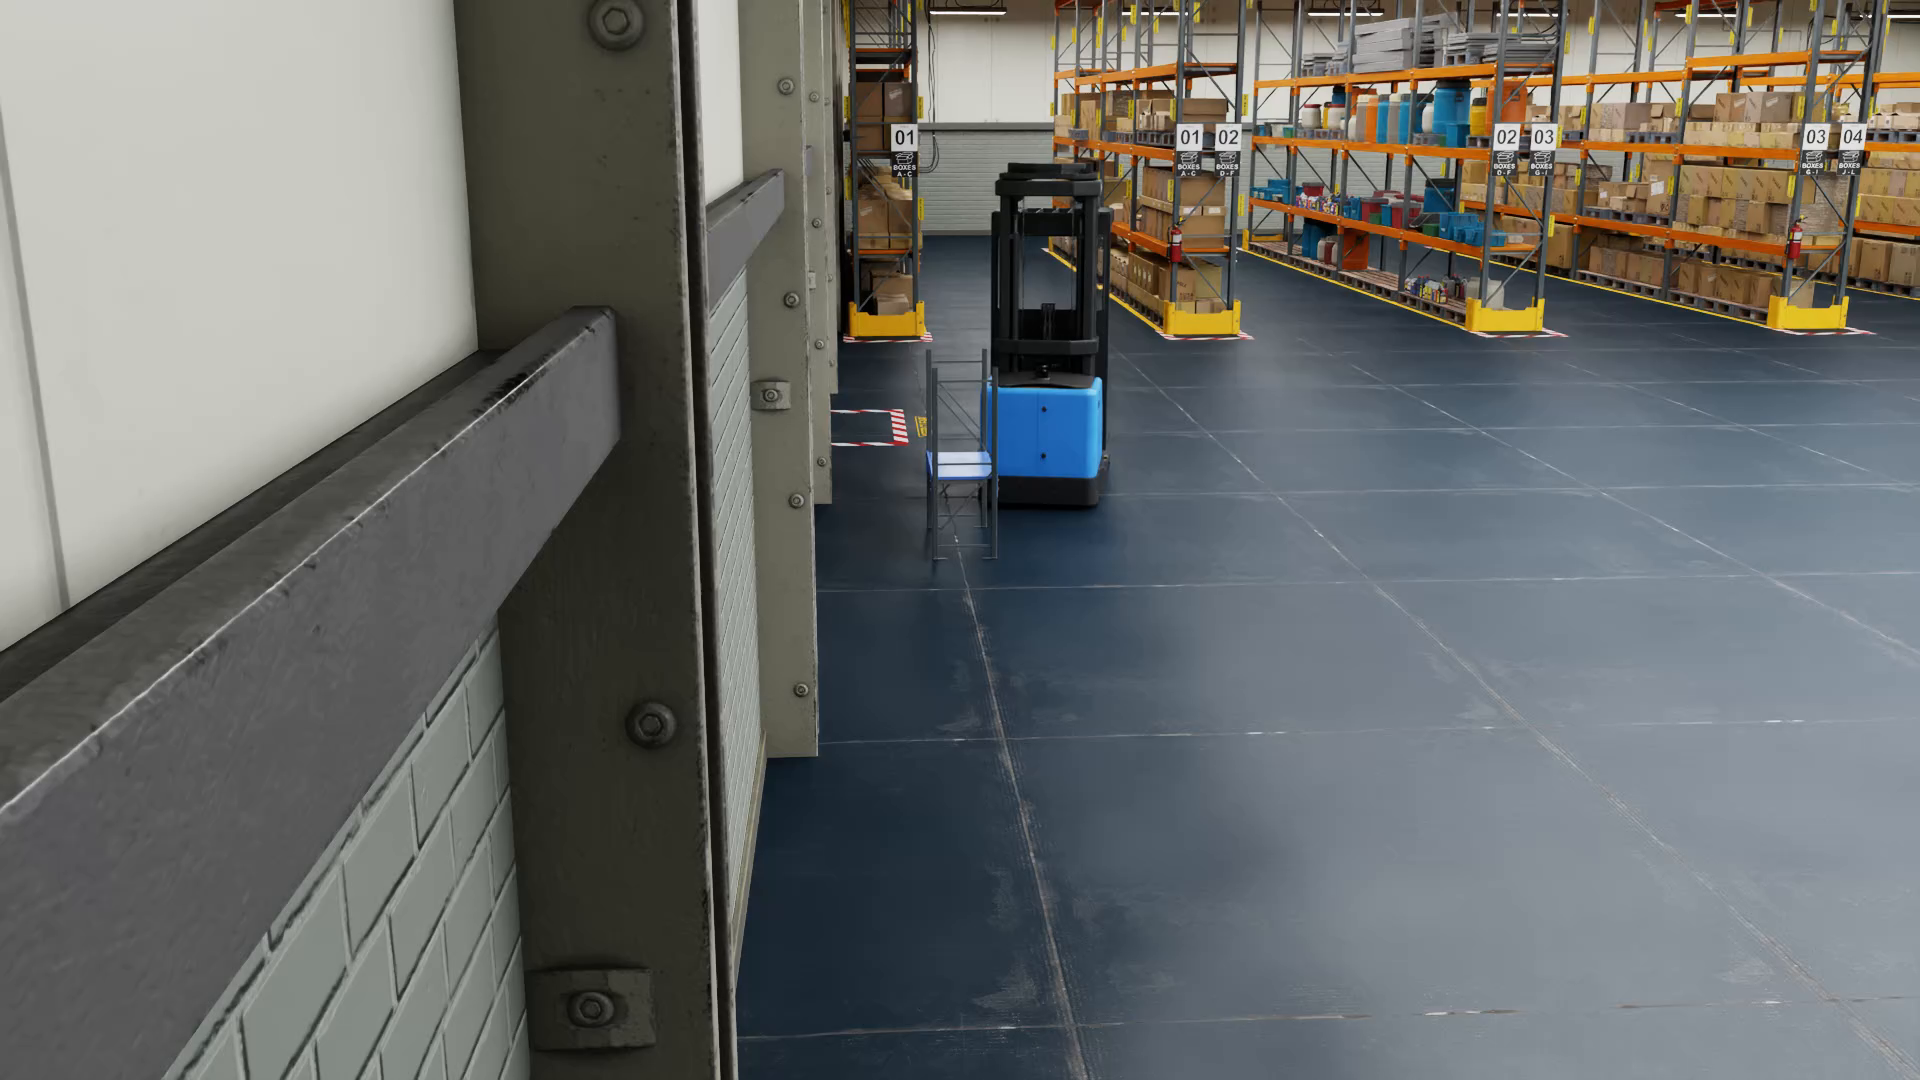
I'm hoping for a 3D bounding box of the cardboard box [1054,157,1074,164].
[{"bbox_3d":[2.572,-9.121,40.750,0.500,0.500,0.500,0,14,-2],"label":"cardboard box"}]

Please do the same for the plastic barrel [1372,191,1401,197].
[{"bbox_3d":[8.579,-6.744,33.445,0.600,0.536,0.708,-1,14,-3],"label":"plastic barrel"}]

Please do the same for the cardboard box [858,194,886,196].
[{"bbox_3d":[-1.475,-5.440,27.404,0.500,0.500,0.500,-1,14,-3],"label":"cardboard box"}]

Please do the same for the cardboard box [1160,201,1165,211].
[{"bbox_3d":[3.503,-5.501,27.382,0.380,0.149,0.250,0,14,-2],"label":"cardboard box"}]

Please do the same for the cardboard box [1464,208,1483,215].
[{"bbox_3d":[12.871,-7.645,40.642,0.875,0.875,0.875,-1,14,-3],"label":"cardboard box"}]

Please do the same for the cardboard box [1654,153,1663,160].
[{"bbox_3d":[17.452,-9.342,41.011,0.500,0.500,0.500,0,14,-2],"label":"cardboard box"}]

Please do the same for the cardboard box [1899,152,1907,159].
[{"bbox_3d":[22.550,-9.124,39.458,0.380,0.149,0.250,-1,14,-4],"label":"cardboard box"}]

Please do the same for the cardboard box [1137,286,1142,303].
[{"bbox_3d":[3.329,-4.222,28.589,0.500,0.250,0.500,-1,14,-3],"label":"cardboard box"}]

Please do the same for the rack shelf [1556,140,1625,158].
[{"bbox_3d":[13.067,-8.467,35.839,1.077,0.370,4.000,-1,14,-3],"label":"rack shelf"}]

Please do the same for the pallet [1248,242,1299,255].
[{"bbox_3d":[7.764,-7.222,41.173,1.003,0.211,1.213,-1,14,-3],"label":"pallet"}]

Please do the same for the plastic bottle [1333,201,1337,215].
[{"bbox_3d":[7.782,-6.884,34.496,0.061,0.283,0.133,-1,14,-3],"label":"plastic bottle"}]

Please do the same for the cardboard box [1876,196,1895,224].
[{"bbox_3d":[18.034,-6.348,31.976,0.500,0.500,0.500,-1,14,-3],"label":"cardboard box"}]

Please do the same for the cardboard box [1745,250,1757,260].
[{"bbox_3d":[17.761,-6.455,36.768,0.500,0.500,0.500,-1,14,-2],"label":"cardboard box"}]

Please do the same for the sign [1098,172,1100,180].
[{"bbox_3d":[2.762,-7.225,33.423,0.100,0.325,0.005,-1,14,-3],"label":"sign"}]

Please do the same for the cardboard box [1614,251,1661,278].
[{"bbox_3d":[13.341,-5.423,32.717,0.700,0.500,0.500,0,14,1],"label":"cardboard box"}]

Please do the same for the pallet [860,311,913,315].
[{"bbox_3d":[-1.165,-3.517,26.774,1.003,0.211,1.213,-1,14,-3],"label":"pallet"}]

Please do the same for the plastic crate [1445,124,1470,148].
[{"bbox_3d":[8.324,-6.714,27.613,0.392,0.384,0.575,-1,14,-3],"label":"plastic crate"}]

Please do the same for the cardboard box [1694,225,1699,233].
[{"bbox_3d":[13.222,-5.505,29.405,0.380,0.149,0.250,-1,14,-3],"label":"cardboard box"}]

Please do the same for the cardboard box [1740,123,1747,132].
[{"bbox_3d":[13.314,-6.906,27.828,0.380,0.149,0.250,-2,15,-6],"label":"cardboard box"}]

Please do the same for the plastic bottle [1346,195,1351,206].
[{"bbox_3d":[8.308,-7.227,35.692,0.144,0.351,0.185,-1,14,-3],"label":"plastic bottle"}]

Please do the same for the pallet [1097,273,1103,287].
[{"bbox_3d":[3.315,-5.158,33.149,1.003,0.211,1.213,-1,14,-3],"label":"pallet"}]

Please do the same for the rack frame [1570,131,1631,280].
[{"bbox_3d":[13.191,-6.865,34.190,1.000,3.000,0.127,-1,14,-3],"label":"rack frame"}]

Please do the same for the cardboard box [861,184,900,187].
[{"bbox_3d":[-1.540,-6.642,32.239,0.700,0.500,0.500,-2,15,-9],"label":"cardboard box"}]

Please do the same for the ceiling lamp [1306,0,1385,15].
[{"bbox_3d":[10.099,-15.217,42.896,2.000,3.185,0.800,-1,14,-3],"label":"ceiling lamp"}]

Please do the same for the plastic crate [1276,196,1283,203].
[{"bbox_3d":[7.662,-7.954,38.852,0.437,0.125,0.590,-1,14,-3],"label":"plastic crate"}]

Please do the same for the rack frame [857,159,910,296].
[{"bbox_3d":[-1.393,-5.641,29.432,1.000,3.000,0.127,-1,14,-3],"label":"rack frame"}]

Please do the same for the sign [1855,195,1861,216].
[{"bbox_3d":[14.228,-5.304,26.382,0.100,0.325,0.005,-1,14,-3],"label":"sign"}]

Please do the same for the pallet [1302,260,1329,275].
[{"bbox_3d":[8.084,-5.937,36.176,1.003,0.211,1.213,-1,14,-3],"label":"pallet"}]

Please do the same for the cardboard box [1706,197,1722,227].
[{"bbox_3d":[13.532,-5.703,28.873,0.875,0.500,0.500,-1,14,-3],"label":"cardboard box"}]

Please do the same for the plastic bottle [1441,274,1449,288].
[{"bbox_3d":[8.679,-4.566,29.688,0.144,0.351,0.185,-1,14,-3],"label":"plastic bottle"}]

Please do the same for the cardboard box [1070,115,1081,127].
[{"bbox_3d":[2.754,-9.447,37.502,0.500,0.250,0.500,-1,14,-3],"label":"cardboard box"}]

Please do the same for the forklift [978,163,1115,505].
[{"bbox_3d":[0.860,-2.036,15.557,1.130,2.935,3.031,2,15,7],"label":"forklift"}]

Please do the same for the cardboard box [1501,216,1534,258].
[{"bbox_3d":[13.003,-6.876,37.651,1.225,0.875,0.875,-1,14,-3],"label":"cardboard box"}]

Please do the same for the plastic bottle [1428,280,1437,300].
[{"bbox_3d":[8.181,-4.318,28.723,0.144,0.351,0.185,0,14,-1],"label":"plastic bottle"}]

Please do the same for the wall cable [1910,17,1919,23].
[{"bbox_3d":[28.468,-16.108,46.911,2.988,3.039,0.133,-1,14,-3],"label":"wall cable"}]

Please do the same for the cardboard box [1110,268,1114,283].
[{"bbox_3d":[3.144,-5.069,31.882,0.500,0.250,0.500,-1,14,-2],"label":"cardboard box"}]

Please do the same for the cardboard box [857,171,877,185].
[{"bbox_3d":[-1.928,-7.310,33.576,0.500,0.250,0.500,0,14,-2],"label":"cardboard box"}]

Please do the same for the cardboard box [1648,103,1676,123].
[{"bbox_3d":[13.528,-8.243,32.321,0.500,0.500,0.500,-1,14,-2],"label":"cardboard box"}]

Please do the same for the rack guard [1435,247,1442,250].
[{"bbox_3d":[12.694,-7.650,42.257,1.175,0.500,0.348,-1,14,-3],"label":"rack guard"}]

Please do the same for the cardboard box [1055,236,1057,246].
[{"bbox_3d":[2.589,-7.321,40.594,0.500,0.250,0.500,-1,14,-3],"label":"cardboard box"}]

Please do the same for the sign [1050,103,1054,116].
[{"bbox_3d":[2.266,-10.571,40.817,0.100,0.325,0.005,-1,14,-3],"label":"sign"}]

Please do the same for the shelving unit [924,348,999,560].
[{"bbox_3d":[0.005,-0.705,13.257,0.538,1.500,1.048,-1,14,-3],"label":"shelving unit"}]

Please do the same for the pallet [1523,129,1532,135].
[{"bbox_3d":[13.049,-8.993,36.823,0.805,0.209,1.217,-1,15,-6],"label":"pallet"}]

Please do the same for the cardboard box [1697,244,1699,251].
[{"bbox_3d":[17.603,-6.893,39.174,0.380,0.149,0.250,0,14,-2],"label":"cardboard box"}]

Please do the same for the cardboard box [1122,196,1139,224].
[{"bbox_3d":[3.424,-6.345,31.966,0.500,0.500,0.500,-2,15,-6],"label":"cardboard box"}]

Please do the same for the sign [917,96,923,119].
[{"bbox_3d":[-0.603,-6.531,25.116,0.100,0.325,0.005,-1,14,-3],"label":"sign"}]

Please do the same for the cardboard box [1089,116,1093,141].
[{"bbox_3d":[3.179,-8.579,34.628,0.910,0.500,0.500,-1,14,-3],"label":"cardboard box"}]

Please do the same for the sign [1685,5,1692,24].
[{"bbox_3d":[12.885,-9.295,29.401,0.100,0.325,0.005,-1,14,-3],"label":"sign"}]

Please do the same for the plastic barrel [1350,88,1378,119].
[{"bbox_3d":[8.215,-8.794,33.962,0.600,0.830,0.708,-1,14,-3],"label":"plastic barrel"}]

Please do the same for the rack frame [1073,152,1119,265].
[{"bbox_3d":[3.055,-7.708,37.466,1.000,3.000,0.127,-1,14,-3],"label":"rack frame"}]

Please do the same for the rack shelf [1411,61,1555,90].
[{"bbox_3d":[8.619,-7.660,27.485,1.077,0.370,4.000,-1,14,-3],"label":"rack shelf"}]

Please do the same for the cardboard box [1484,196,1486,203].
[{"bbox_3d":[12.549,-8.001,39.108,0.380,0.149,0.250,-1,14,-2],"label":"cardboard box"}]

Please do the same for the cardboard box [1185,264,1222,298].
[{"bbox_3d":[3.955,-4.220,27.078,0.500,0.500,0.500,-1,14,-3],"label":"cardboard box"}]

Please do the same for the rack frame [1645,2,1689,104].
[{"bbox_3d":[17.652,-11.812,41.375,1.000,3.000,0.127,-1,14,-3],"label":"rack frame"}]
